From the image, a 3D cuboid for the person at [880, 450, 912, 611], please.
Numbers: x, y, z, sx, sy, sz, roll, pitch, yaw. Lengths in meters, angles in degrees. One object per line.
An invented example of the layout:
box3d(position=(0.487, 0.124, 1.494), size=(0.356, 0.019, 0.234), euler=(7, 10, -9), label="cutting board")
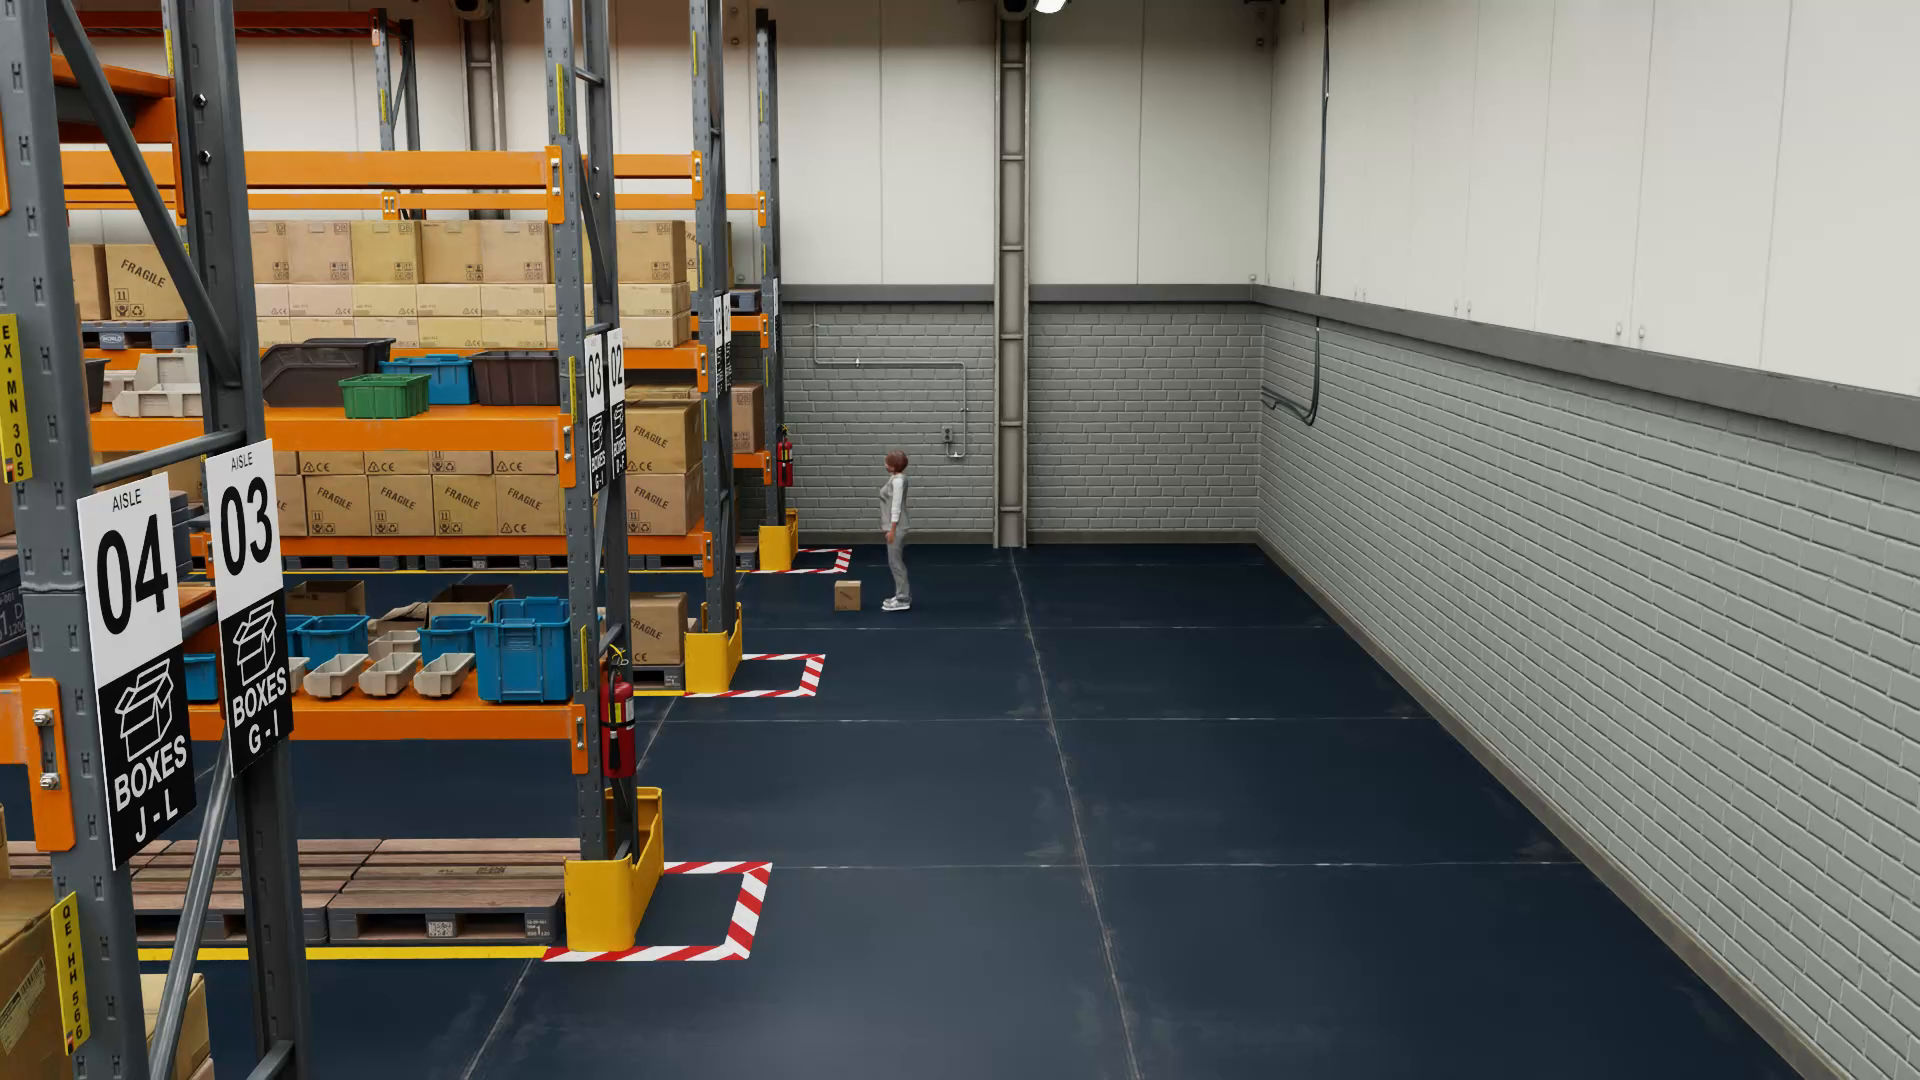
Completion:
box3d(position=(-0.635, -0.101, 16.492), size=(0.312, 1.598, 0.405), euler=(0, 11, 0), label="person")
